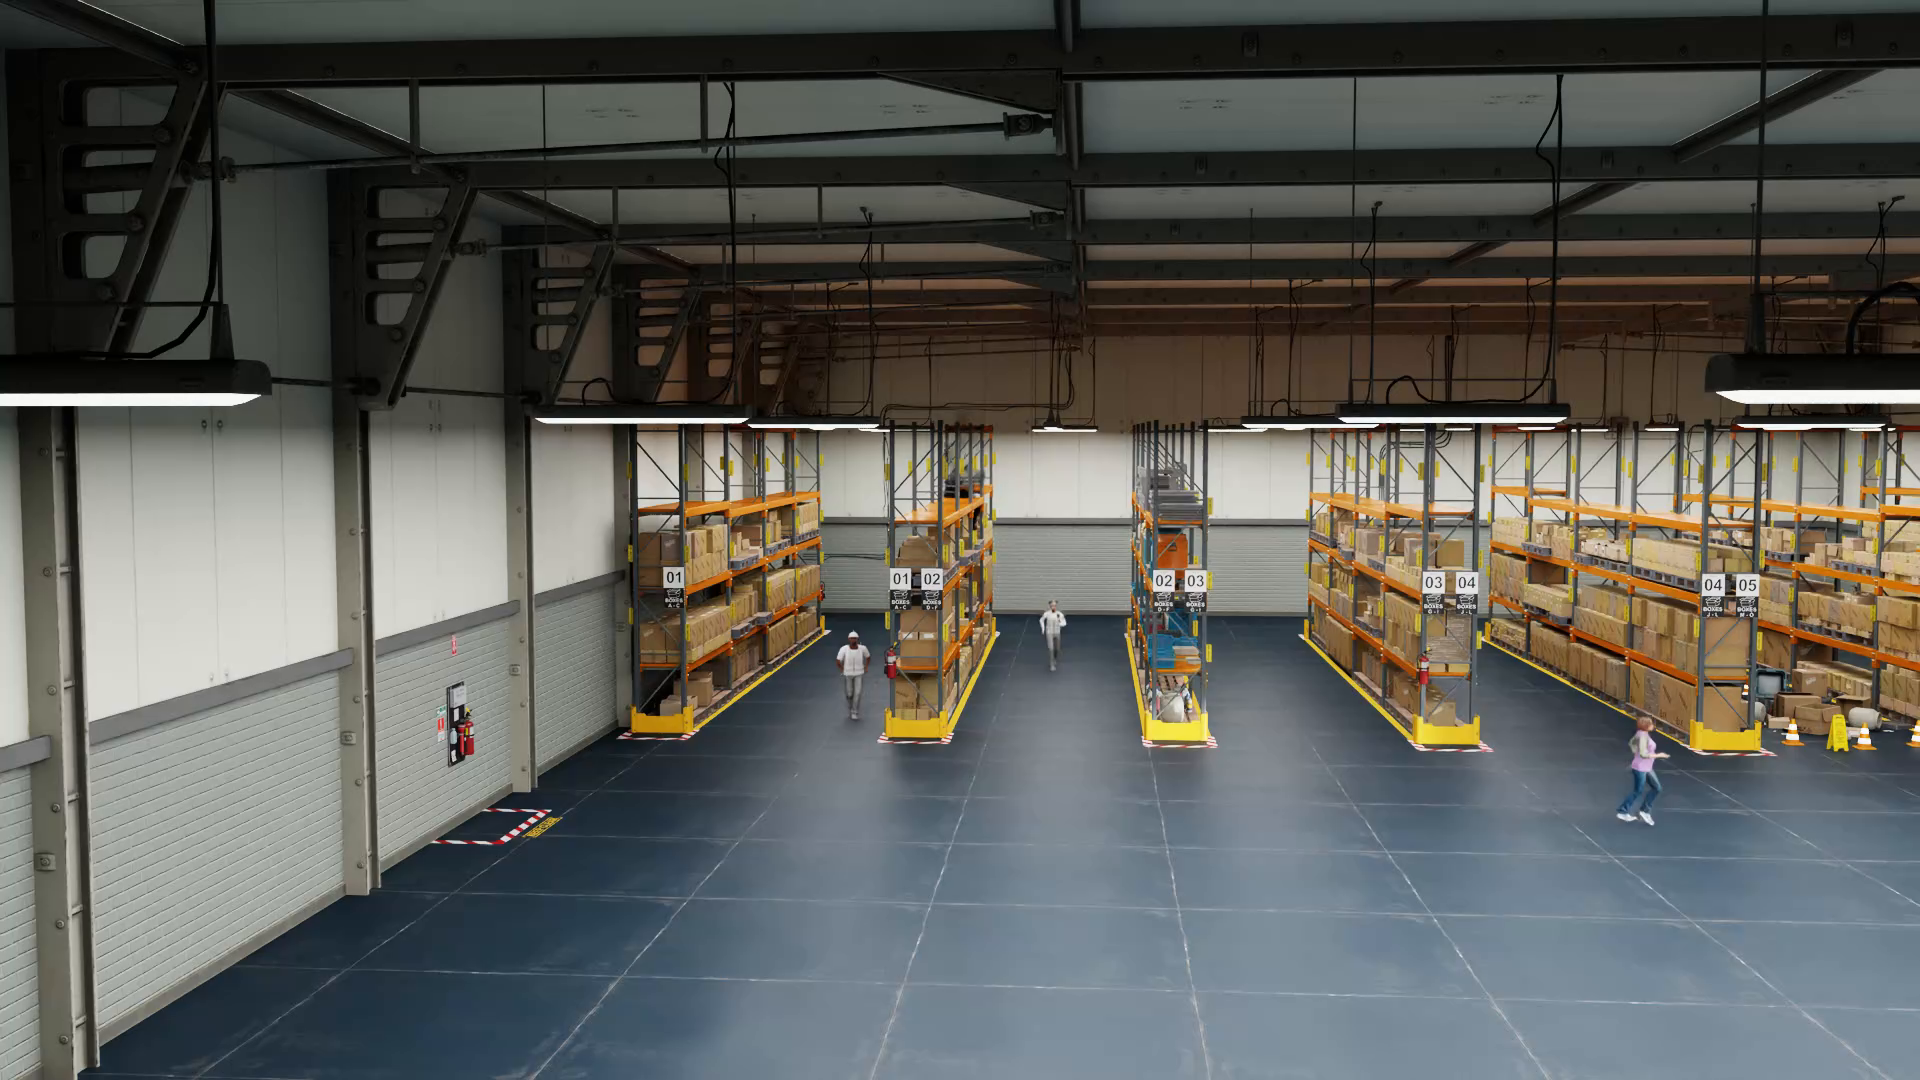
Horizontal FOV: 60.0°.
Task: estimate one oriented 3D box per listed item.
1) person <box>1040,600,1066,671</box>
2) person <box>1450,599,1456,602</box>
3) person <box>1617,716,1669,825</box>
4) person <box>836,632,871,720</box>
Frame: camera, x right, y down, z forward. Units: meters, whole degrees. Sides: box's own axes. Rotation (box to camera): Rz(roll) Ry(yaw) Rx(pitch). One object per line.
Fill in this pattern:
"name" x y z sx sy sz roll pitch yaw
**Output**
"person" 2.277 2.292 40.500 0.611 1.681 0.940 0 4 -6
"person" 13.482 1.945 46.201 0.730 1.734 0.575 1 4 20
"person" 10.028 3.389 24.388 0.711 1.625 0.490 2 4 31
"person" -2.156 2.726 33.683 0.689 1.748 0.831 0 4 -6
